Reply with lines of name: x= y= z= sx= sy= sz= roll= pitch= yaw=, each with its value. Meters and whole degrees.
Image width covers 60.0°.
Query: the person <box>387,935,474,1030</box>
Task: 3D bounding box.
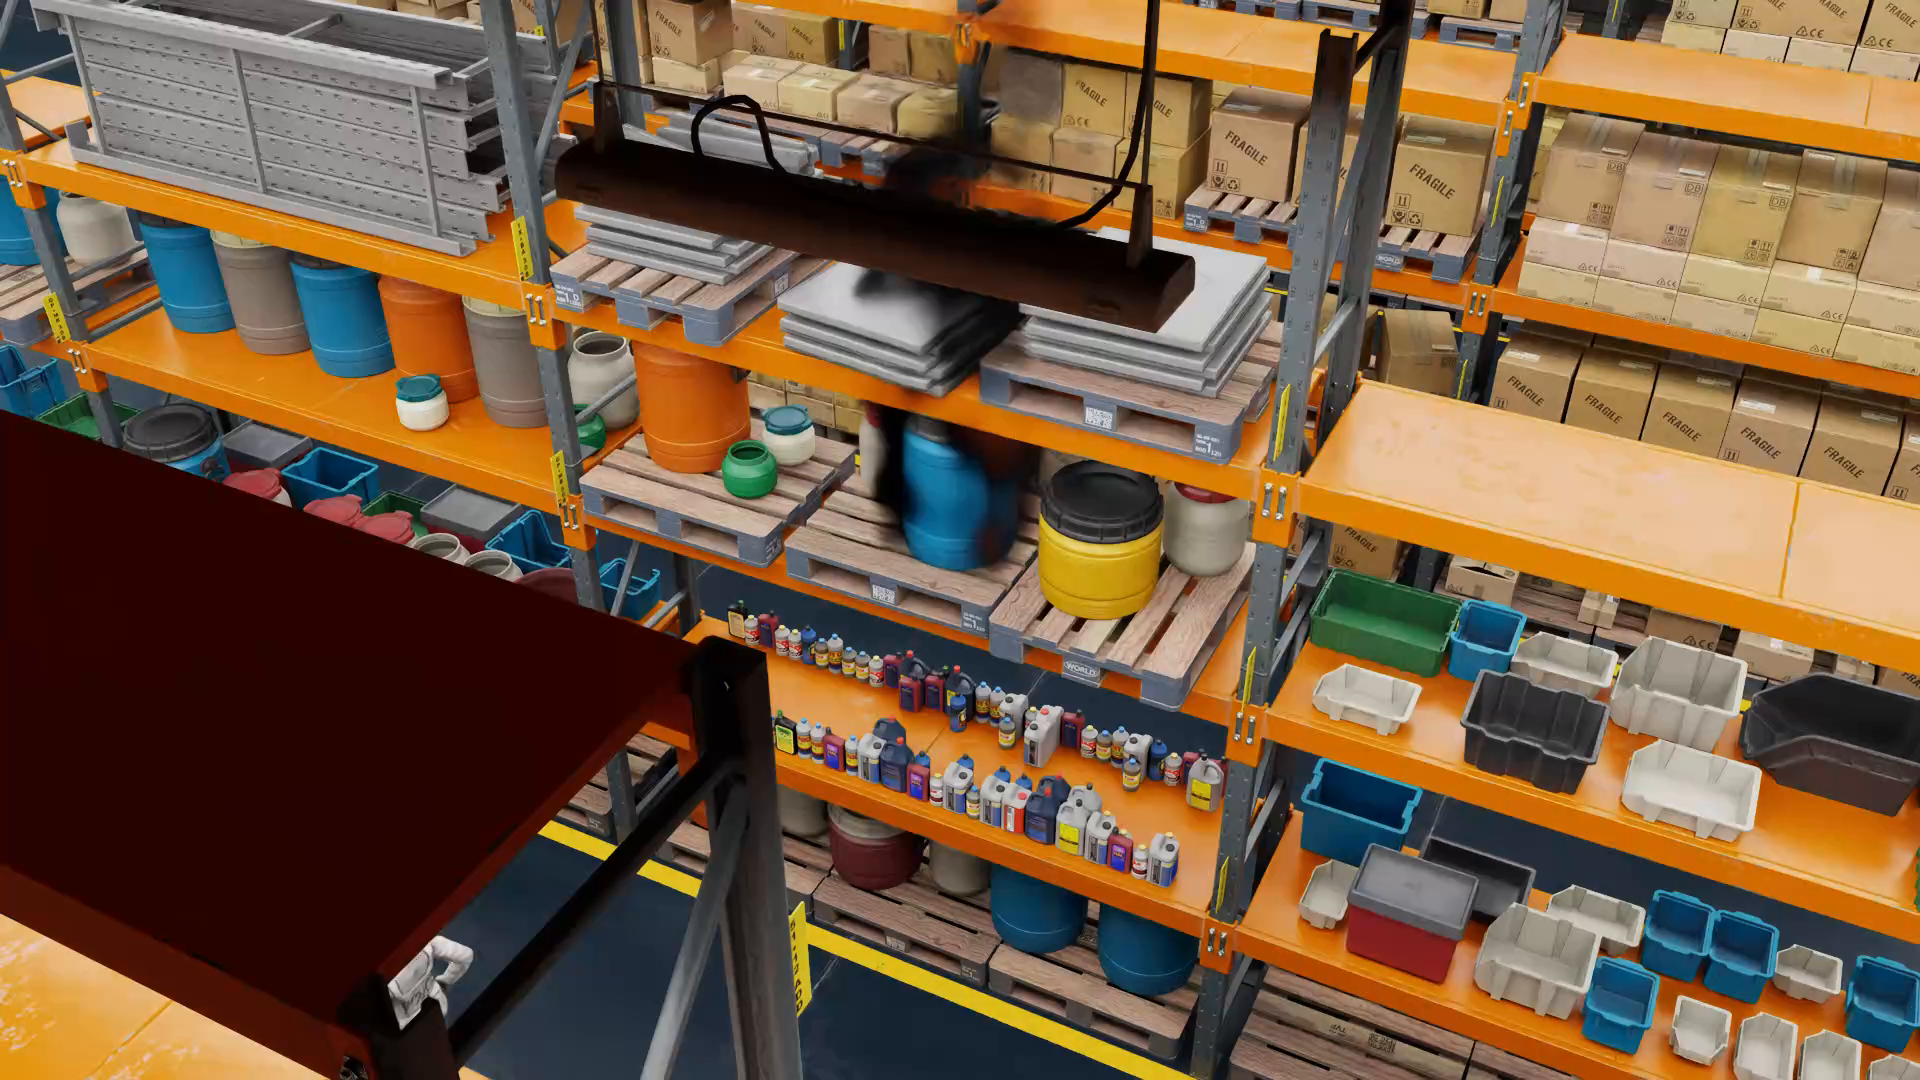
person: x=-2.911 y=2.527 z=8.797 sx=0.624 sy=1.660 sz=0.593 roll=10 pitch=36 yaw=14
